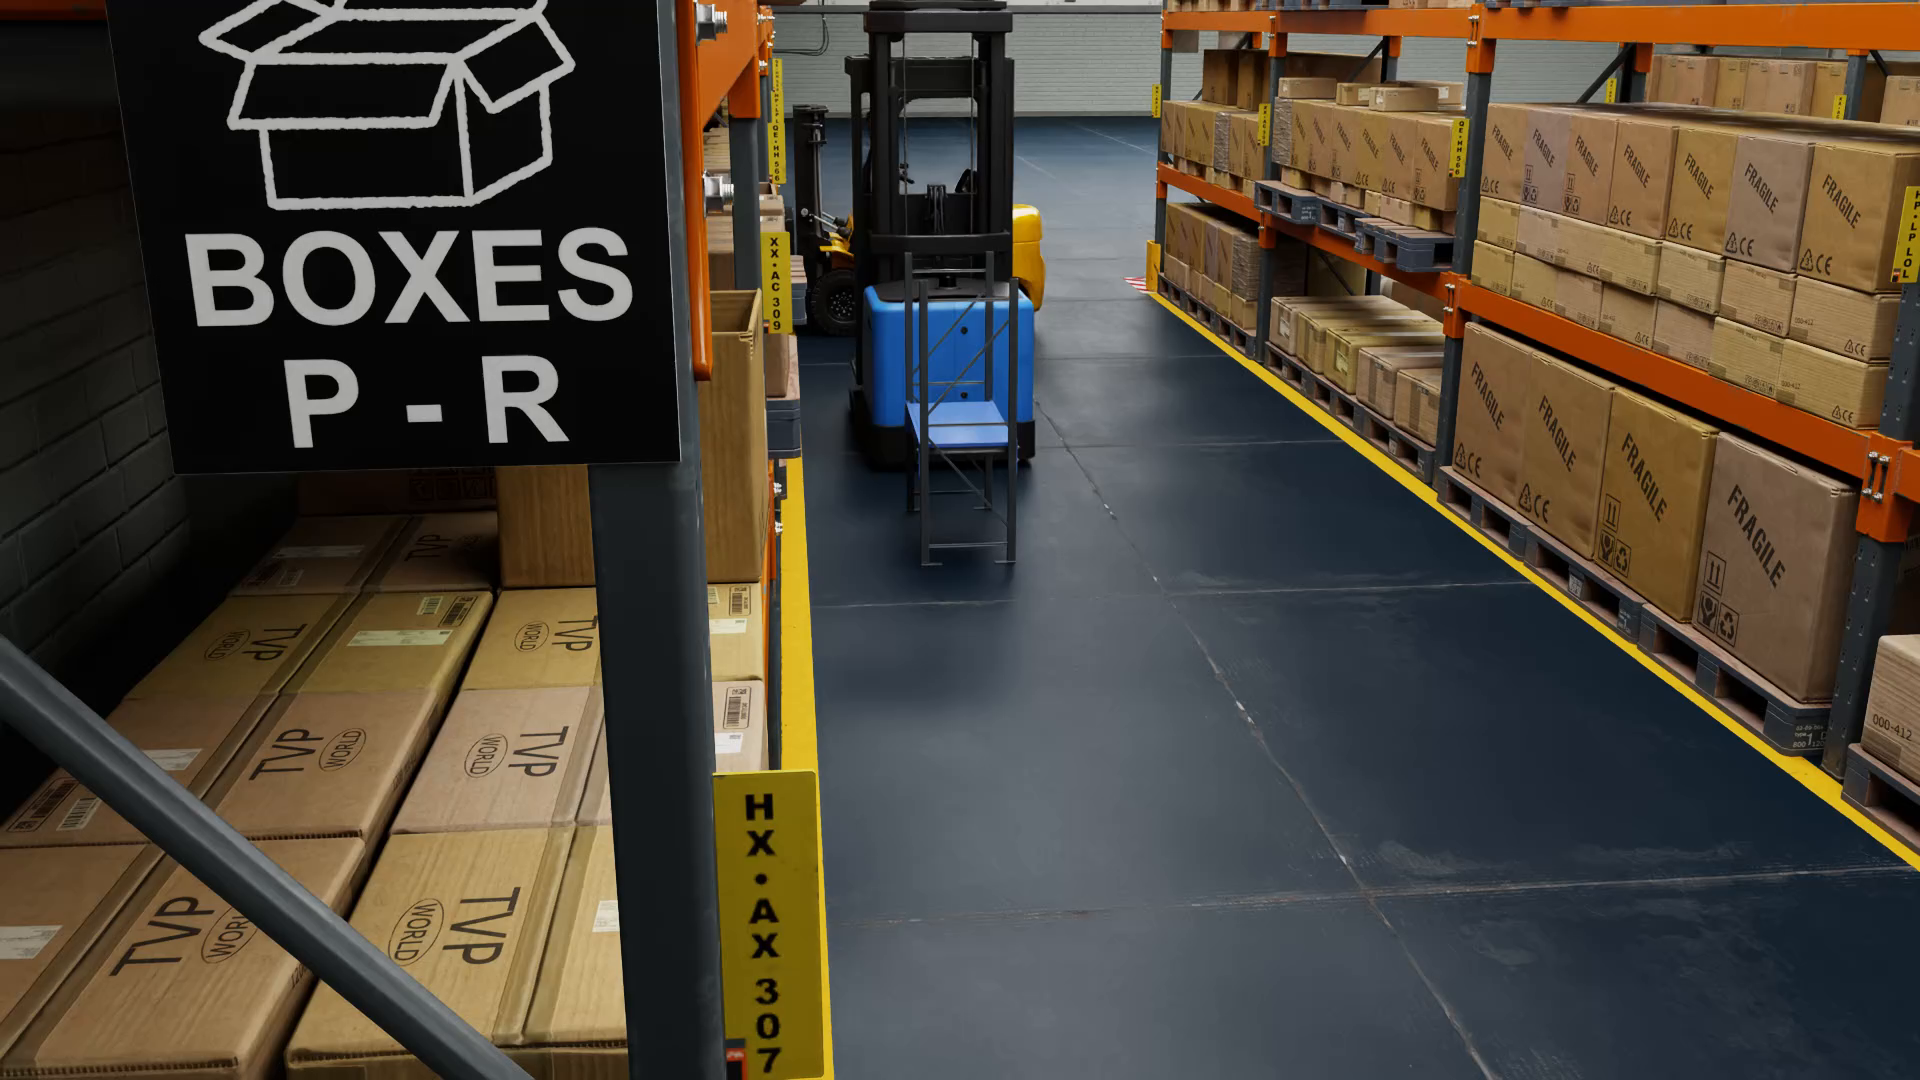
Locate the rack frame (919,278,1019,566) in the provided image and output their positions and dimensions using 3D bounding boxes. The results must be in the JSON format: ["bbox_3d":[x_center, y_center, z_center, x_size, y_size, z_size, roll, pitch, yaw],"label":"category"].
[{"bbox_3d":[0.044,-0.590,8.551,0.500,1.500,0.032,-2,18,-6],"label":"rack frame"}]

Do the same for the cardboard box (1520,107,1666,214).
[{"bbox_3d":[3.259,-1.965,8.592,0.500,0.500,0.500,-2,18,-5],"label":"cardboard box"}]

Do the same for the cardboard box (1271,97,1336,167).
[{"bbox_3d":[2.741,-3.175,12.919,0.500,0.500,0.500,-1,17,-4],"label":"cardboard box"}]

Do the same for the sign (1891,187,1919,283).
[{"bbox_3d":[3.265,-1.045,5.698,0.100,0.325,0.005,-2,18,-6],"label":"sign"}]

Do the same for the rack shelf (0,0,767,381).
[{"bbox_3d":[-0.927,-0.888,3.191,1.077,0.370,4.000,-2,18,-6],"label":"rack shelf"}]

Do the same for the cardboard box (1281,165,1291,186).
[{"bbox_3d":[2.721,-2.840,12.934,0.380,0.149,0.250,-2,17,-5],"label":"cardboard box"}]

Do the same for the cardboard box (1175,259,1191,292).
[{"bbox_3d":[2.419,-2.613,16.382,0.500,0.250,0.500,-1,17,-4],"label":"cardboard box"}]

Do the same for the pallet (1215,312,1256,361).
[{"bbox_3d":[2.874,-1.803,14.566,1.003,0.211,1.213,-2,18,-6],"label":"pallet"}]

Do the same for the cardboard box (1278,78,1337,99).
[{"bbox_3d":[2.675,-3.482,12.814,0.380,0.149,0.250,-2,18,-6],"label":"cardboard box"}]

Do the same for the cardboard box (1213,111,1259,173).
[{"bbox_3d":[2.567,-3.556,14.832,0.500,0.500,0.500,-1,17,-4],"label":"cardboard box"}]

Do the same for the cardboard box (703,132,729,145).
[{"bbox_3d":[-1.685,-2.891,12.128,0.380,0.149,0.250,-2,18,-6],"label":"cardboard box"}]

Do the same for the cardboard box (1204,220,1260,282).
[{"bbox_3d":[2.542,-2.652,15.253,0.500,0.500,0.500,-1,17,-3],"label":"cardboard box"}]

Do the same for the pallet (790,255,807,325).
[{"bbox_3d":[-1.406,-1.296,8.619,1.213,0.211,1.003,-2,18,-6],"label":"pallet"}]

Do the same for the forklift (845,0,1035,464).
[{"bbox_3d":[-0.213,-2.276,11.535,1.130,2.935,3.031,-2,18,-7],"label":"forklift"}]

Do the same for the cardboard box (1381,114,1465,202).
[{"bbox_3d":[3.003,-2.413,10.490,0.500,0.500,0.500,-2,18,-7],"label":"cardboard box"}]

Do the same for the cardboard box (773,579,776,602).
[{"bbox_3d":[-1.119,-0.017,7.695,0.500,0.500,0.500,-2,18,-8],"label":"cardboard box"}]

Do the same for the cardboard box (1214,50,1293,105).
[{"bbox_3d":[2.880,-4.496,16.157,0.700,0.500,0.500,-2,18,-5],"label":"cardboard box"}]

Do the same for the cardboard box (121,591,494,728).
[{"bbox_3d":[-1.131,0.295,2.983,0.500,0.250,0.500,-1,17,-4],"label":"cardboard box"}]

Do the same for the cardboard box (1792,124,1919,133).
[{"bbox_3d":[3.915,-1.515,7.160,0.500,0.500,0.500,-2,18,-7],"label":"cardboard box"}]

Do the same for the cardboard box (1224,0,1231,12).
[{"bbox_3d":[2.578,-4.793,14.849,0.380,0.149,0.250,-2,18,-6],"label":"cardboard box"}]

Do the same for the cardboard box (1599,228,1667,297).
[{"bbox_3d":[3.328,-1.296,7.714,0.500,0.250,0.500,-1,17,-5],"label":"cardboard box"}]

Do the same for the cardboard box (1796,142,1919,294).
[{"bbox_3d":[3.507,-1.201,6.157,0.500,0.500,0.500,-1,17,-4],"label":"cardboard box"}]

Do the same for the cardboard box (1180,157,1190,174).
[{"bbox_3d":[2.362,-3.665,16.262,0.380,0.149,0.250,-2,17,-5],"label":"cardboard box"}]

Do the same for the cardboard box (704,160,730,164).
[{"bbox_3d":[-1.315,-2.128,9.699,0.380,0.149,0.250,-1,17,-4],"label":"cardboard box"}]

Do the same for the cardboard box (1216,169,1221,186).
[{"bbox_3d":[2.537,-3.280,15.037,0.380,0.149,0.250,-2,18,-7],"label":"cardboard box"}]

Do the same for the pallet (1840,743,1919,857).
[{"bbox_3d":[3.804,1.009,5.611,1.003,0.211,1.213,-2,18,-6],"label":"pallet"}]

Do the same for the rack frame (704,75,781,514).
[{"bbox_3d":[-1.546,-1.588,9.227,1.000,3.000,0.127,-2,18,-6],"label":"rack frame"}]

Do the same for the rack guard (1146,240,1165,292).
[{"bbox_3d":[2.573,-2.910,17.613,1.175,0.500,0.348,-2,18,-6],"label":"rack guard"}]

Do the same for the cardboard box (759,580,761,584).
[{"bbox_3d":[-0.734,-0.024,4.001,0.500,0.250,0.500,-2,18,-6],"label":"cardboard box"}]

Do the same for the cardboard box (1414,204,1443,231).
[{"bbox_3d":[3.023,-1.991,10.229,0.380,0.149,0.250,-2,17,-5],"label":"cardboard box"}]

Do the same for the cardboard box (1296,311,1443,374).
[{"bbox_3d":[3.112,-1.510,12.666,0.950,0.372,0.625,-1,17,-2],"label":"cardboard box"}]

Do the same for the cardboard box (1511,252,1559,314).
[{"bbox_3d":[3.261,-1.365,8.766,0.500,0.250,0.500,-2,18,-7],"label":"cardboard box"}]

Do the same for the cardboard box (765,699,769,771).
[{"bbox_3d":[-0.565,0.424,3.239,0.380,0.149,0.250,-2,18,-7],"label":"cardboard box"}]

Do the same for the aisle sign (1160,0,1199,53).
[{"bbox_3d":[2.251,-5.375,16.950,0.394,0.787,0.004,-2,18,-6],"label":"aisle sign"}]

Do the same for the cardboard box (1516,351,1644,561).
[{"bbox_3d":[3.467,-0.455,8.463,0.875,0.875,0.875,-2,17,-5],"label":"cardboard box"}]

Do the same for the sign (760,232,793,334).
[{"bbox_3d":[-0.595,-0.828,5.362,0.100,0.325,0.005,-2,18,-6],"label":"sign"}]

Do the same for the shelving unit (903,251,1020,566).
[{"bbox_3d":[-0.009,-0.741,9.033,0.538,1.500,1.048,-2,18,-6],"label":"shelving unit"}]

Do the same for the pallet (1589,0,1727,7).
[{"bbox_3d":[3.628,-2.560,7.631,1.003,0.211,1.213,-1,17,-3],"label":"pallet"}]

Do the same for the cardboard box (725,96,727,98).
[{"bbox_3d":[-1.908,-3.764,14.412,0.380,0.149,0.250,-2,18,-6],"label":"cardboard box"}]

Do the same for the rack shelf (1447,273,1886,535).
[{"bbox_3d":[3.597,-0.803,7.928,1.077,0.370,4.000,-2,18,-6],"label":"rack shelf"}]

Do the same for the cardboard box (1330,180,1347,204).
[{"bbox_3d":[2.828,-2.451,11.694,0.380,0.149,0.250,-1,17,-4],"label":"cardboard box"}]

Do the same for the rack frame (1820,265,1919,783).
[{"bbox_3d":[3.803,-0.550,5.923,1.000,3.000,0.127,-2,18,-6],"label":"rack frame"}]

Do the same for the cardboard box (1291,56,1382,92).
[{"bbox_3d":[3.148,-3.738,13.744,0.700,0.500,0.500,-2,18,-6],"label":"cardboard box"}]

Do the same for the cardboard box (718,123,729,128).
[{"bbox_3d":[-1.730,-3.240,13.239,0.380,0.149,0.250,-2,18,-7],"label":"cardboard box"}]

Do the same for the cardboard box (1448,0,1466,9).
[{"bbox_3d":[3.116,-3.215,9.820,0.380,0.149,0.250,-2,18,-6],"label":"cardboard box"}]

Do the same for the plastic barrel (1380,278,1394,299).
[{"bbox_3d":[4.285,-2.328,15.885,0.512,0.421,0.421,11,21,32],"label":"plastic barrel"}]

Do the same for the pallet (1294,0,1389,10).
[{"bbox_3d":[3.046,-3.779,11.513,1.213,0.211,1.003,-2,18,-6],"label":"pallet"}]

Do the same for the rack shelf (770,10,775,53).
[{"bbox_3d":[-2.165,-4.463,14.579,1.077,0.370,4.000,-2,18,-6],"label":"rack shelf"}]

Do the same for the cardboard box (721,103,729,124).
[{"bbox_3d":[-1.696,-3.383,13.198,0.380,0.149,0.250,-1,17,-5],"label":"cardboard box"}]

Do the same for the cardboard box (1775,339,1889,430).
[{"bbox_3d":[3.506,-0.605,6.346,0.500,0.250,0.500,-2,18,-7],"label":"cardboard box"}]

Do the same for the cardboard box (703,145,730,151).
[{"bbox_3d":[-1.553,-2.508,10.907,0.380,0.149,0.250,-2,18,-6],"label":"cardboard box"}]

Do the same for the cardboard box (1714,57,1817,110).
[{"bbox_3d":[7.734,-4.298,15.806,0.875,0.550,0.500,-2,18,-6],"label":"cardboard box"}]

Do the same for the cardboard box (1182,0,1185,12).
[{"bbox_3d":[2.393,-5.253,16.312,0.380,0.149,0.250,-2,18,-7],"label":"cardboard box"}]
